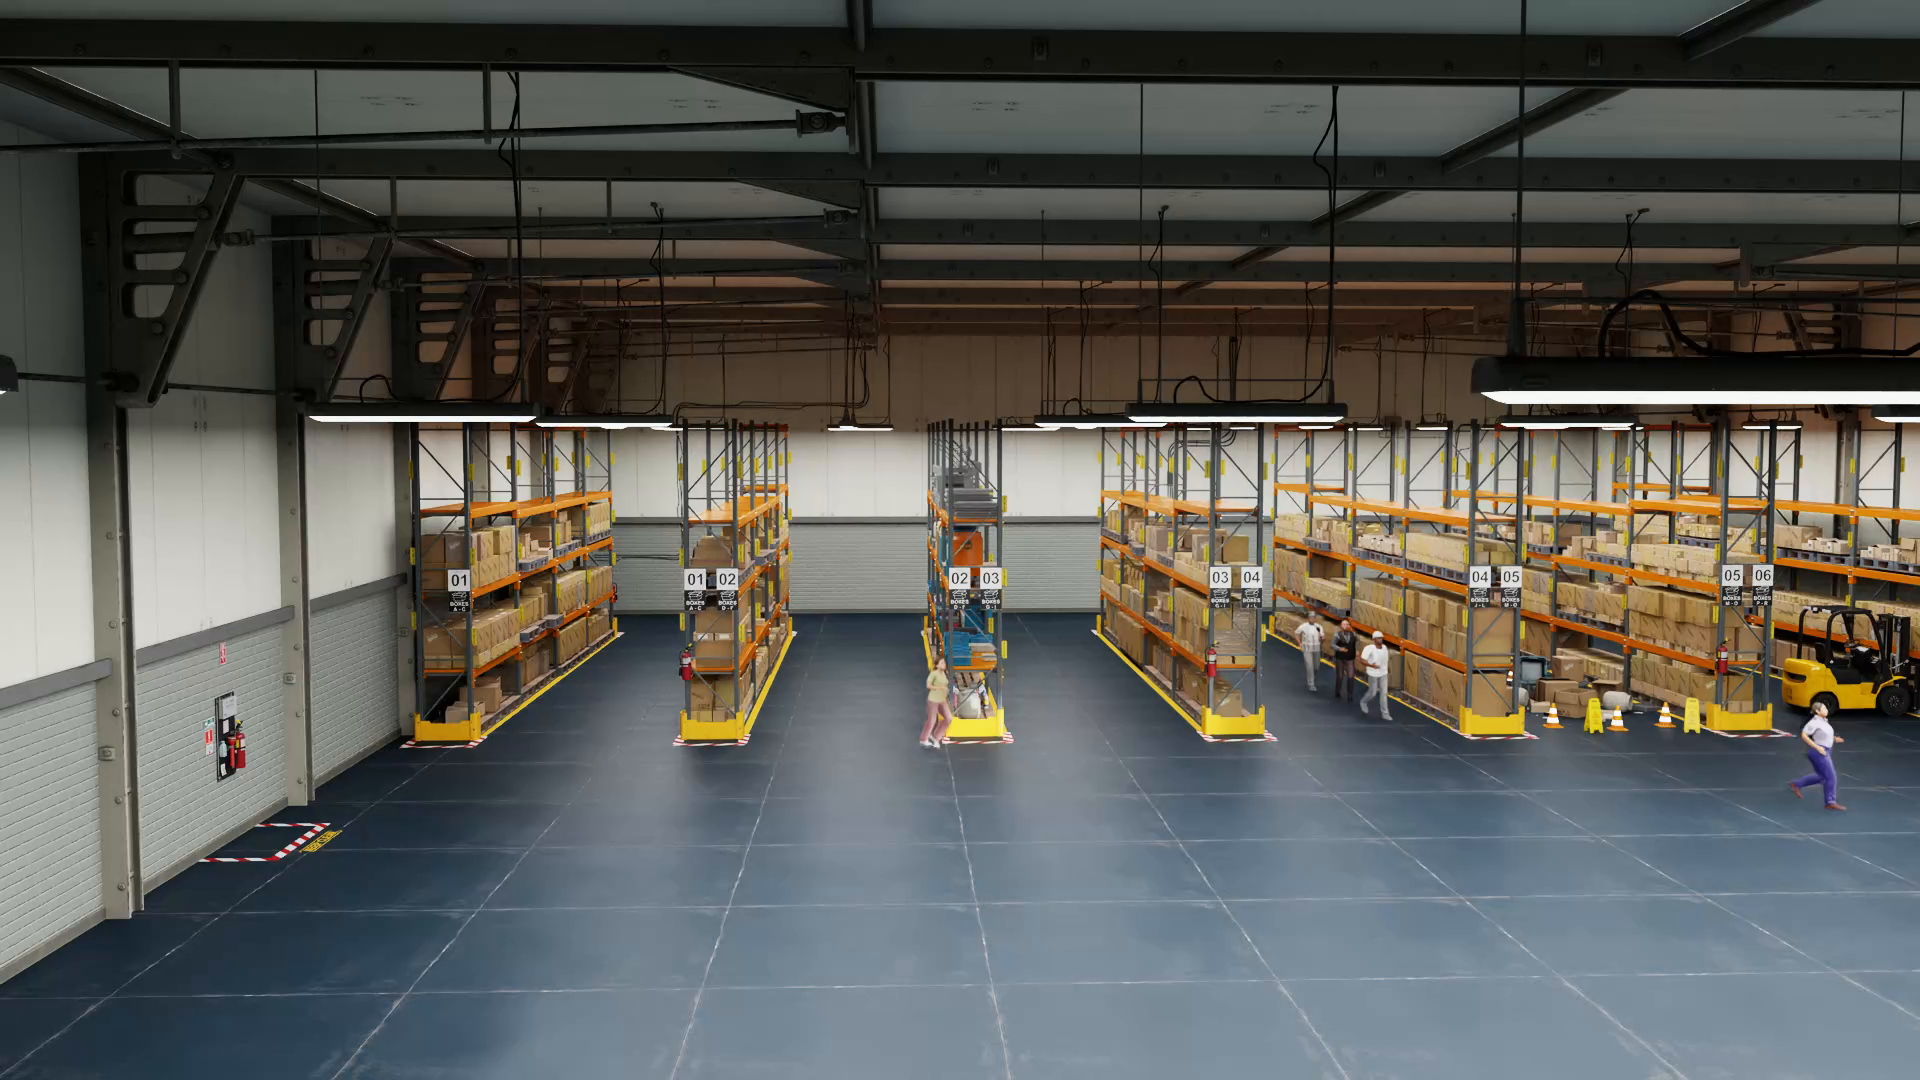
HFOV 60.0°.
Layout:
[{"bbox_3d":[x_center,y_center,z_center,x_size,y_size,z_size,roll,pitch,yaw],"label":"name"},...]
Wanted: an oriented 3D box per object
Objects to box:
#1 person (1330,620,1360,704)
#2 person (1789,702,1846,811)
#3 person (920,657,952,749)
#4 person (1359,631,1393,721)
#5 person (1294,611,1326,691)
[{"bbox_3d":[8.214,2.605,35.487,0.668,1.802,0.764,0,4,0],"label":"person"},{"bbox_3d":[13.123,3.282,25.439,0.843,1.615,0.621,3,5,39],"label":"person"},{"bbox_3d":[-0.390,2.963,30.304,0.653,1.672,0.585,4,5,45],"label":"person"},{"bbox_3d":[8.334,2.689,33.259,0.695,1.745,1.016,-1,4,-17],"label":"person"},{"bbox_3d":[7.841,2.452,37.152,0.673,1.755,0.944,0,4,-7],"label":"person"}]
